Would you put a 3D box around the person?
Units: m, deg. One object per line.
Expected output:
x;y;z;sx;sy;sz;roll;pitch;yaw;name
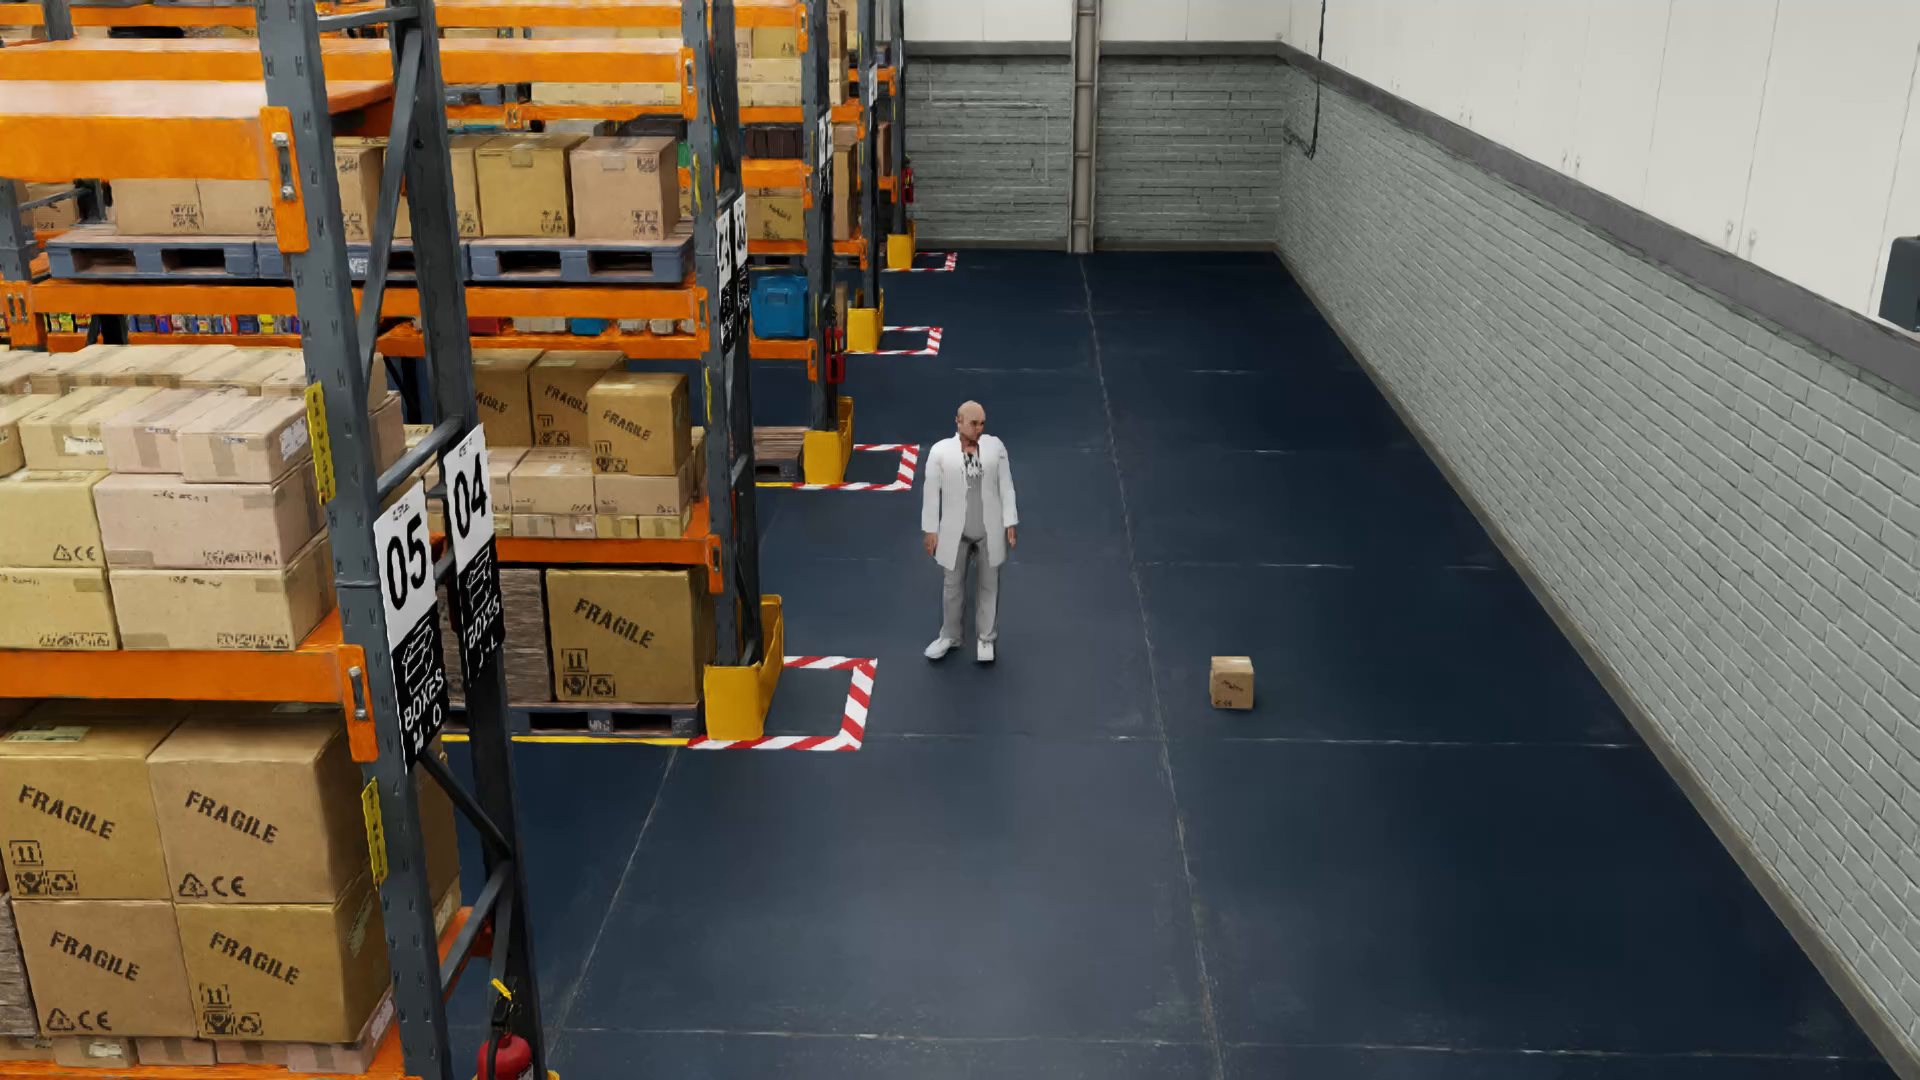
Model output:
0.069;-0.053;11.160;0.660;1.789;0.420;-2;21;-5;person
